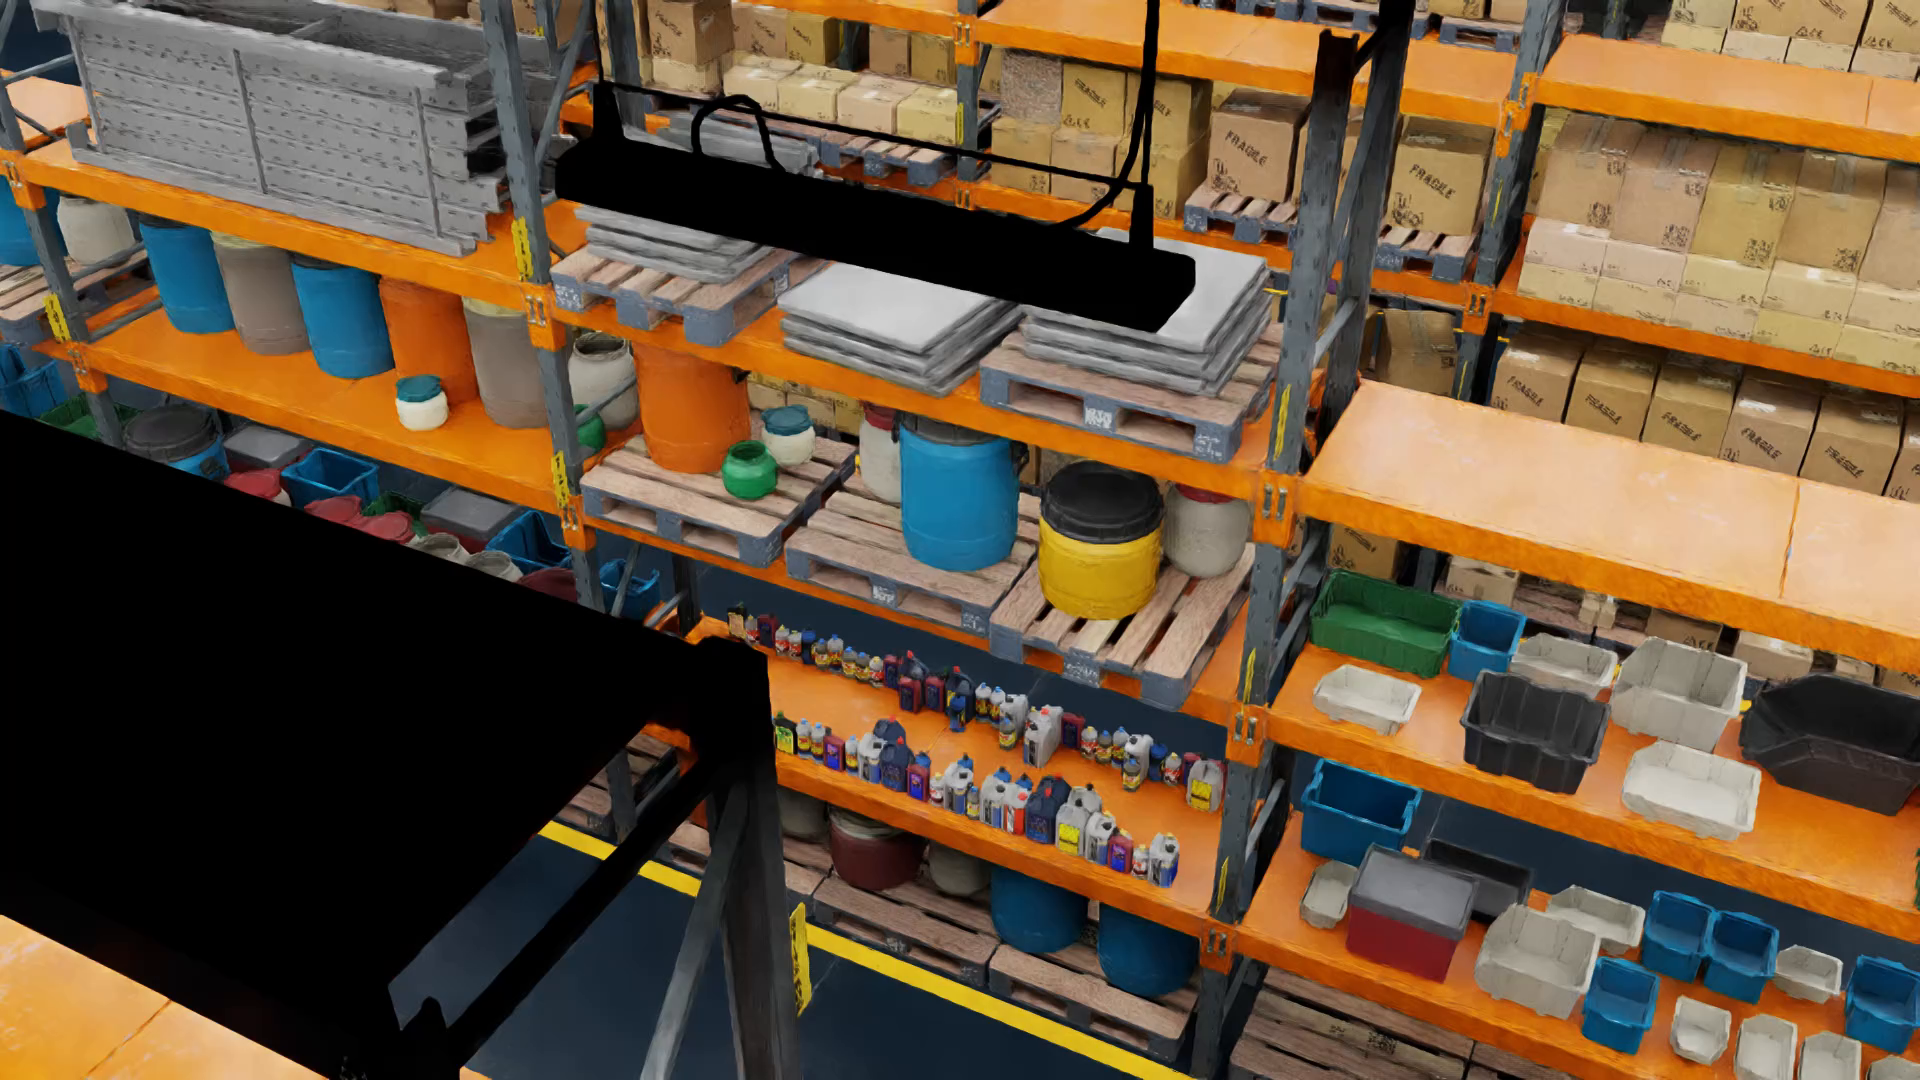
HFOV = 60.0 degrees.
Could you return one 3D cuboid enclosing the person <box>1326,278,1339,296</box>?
[{"bbox_3d":[3.267,-2.005,15.316,0.504,1.603,0.419,0,35,0],"label":"person"}]
